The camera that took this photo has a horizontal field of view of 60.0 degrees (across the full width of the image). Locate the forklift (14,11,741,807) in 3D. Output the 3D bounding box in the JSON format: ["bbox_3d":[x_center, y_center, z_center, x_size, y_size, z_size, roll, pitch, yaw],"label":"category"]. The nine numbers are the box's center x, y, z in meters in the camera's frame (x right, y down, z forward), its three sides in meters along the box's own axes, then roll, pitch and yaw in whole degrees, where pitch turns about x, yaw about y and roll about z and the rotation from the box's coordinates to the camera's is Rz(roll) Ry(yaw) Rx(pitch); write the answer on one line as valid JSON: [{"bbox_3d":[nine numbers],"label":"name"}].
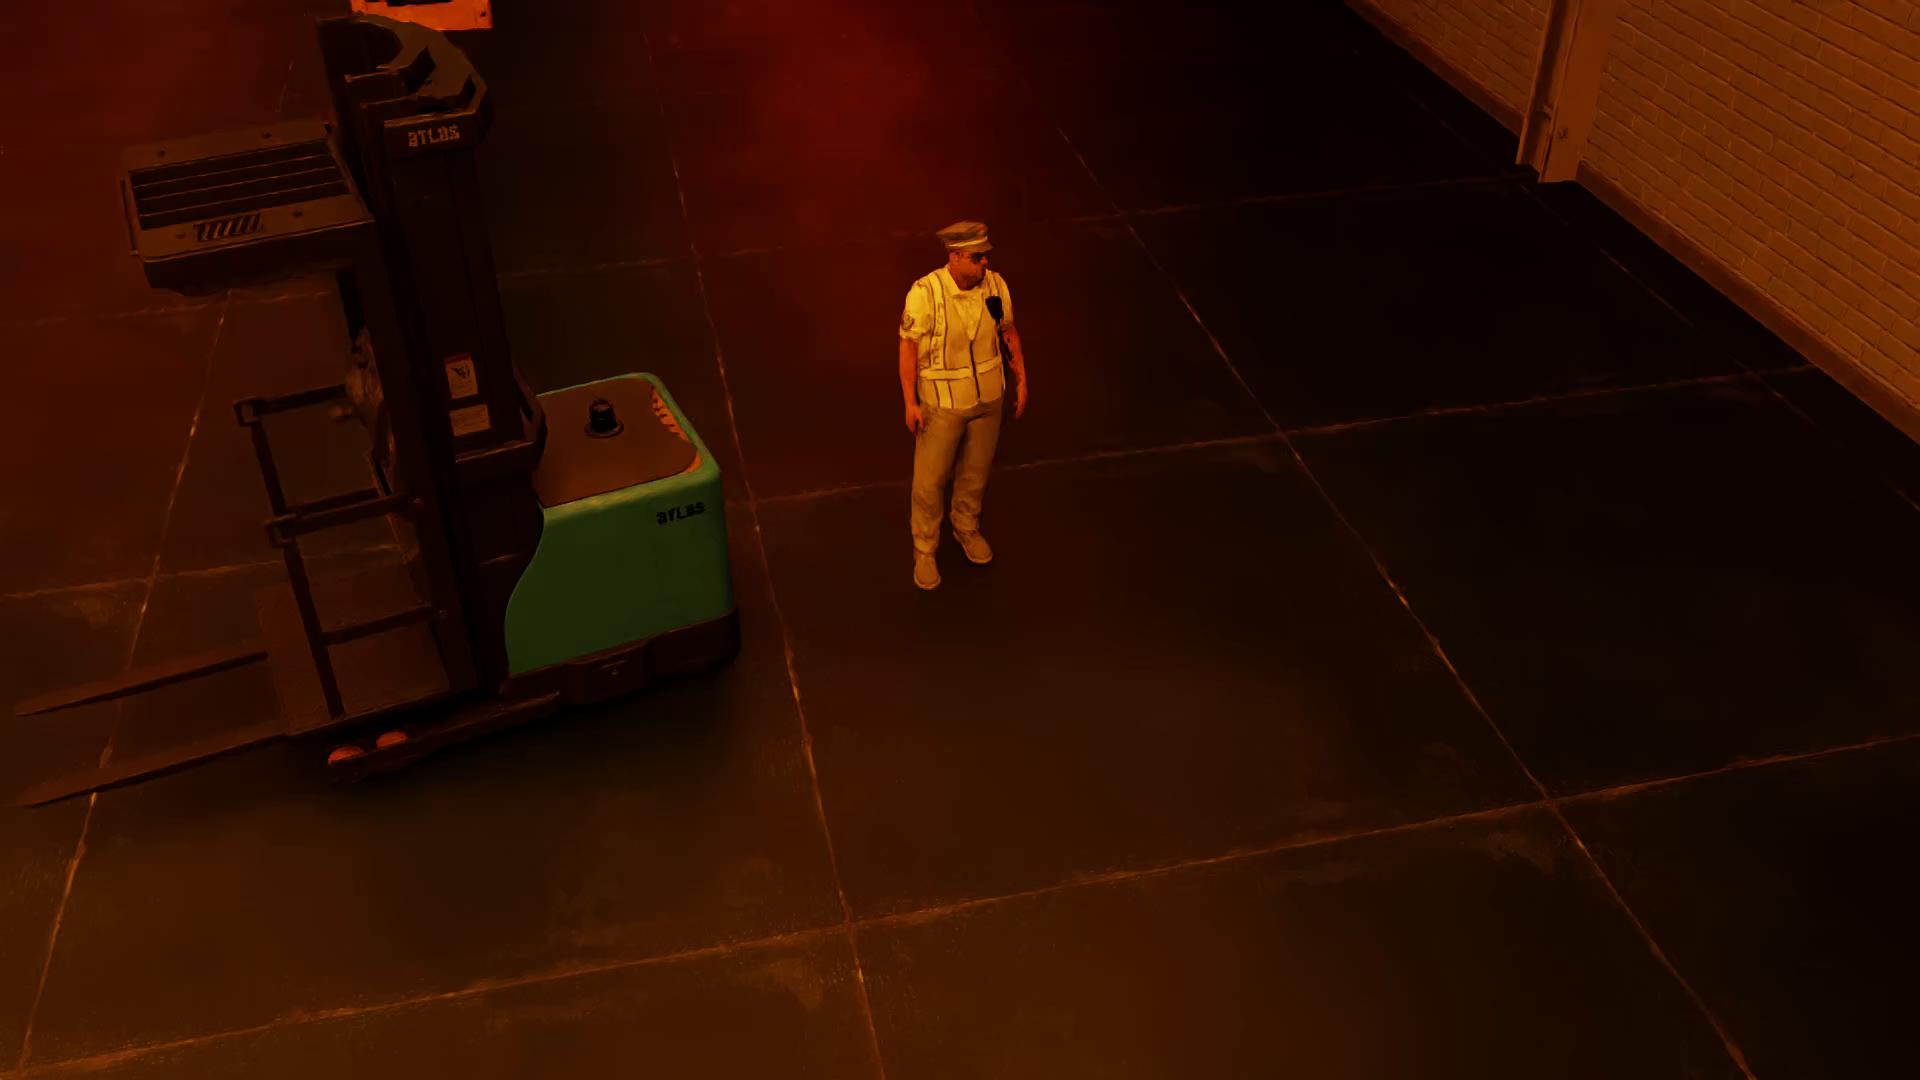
[{"bbox_3d":[-2.576,-0.501,6.747,3.031,2.935,1.130,-16,39,-21],"label":"forklift"}]

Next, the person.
[{"bbox_3d":[0.017,-0.680,7.984,0.696,1.780,0.491,-17,39,-22],"label":"person"}]
